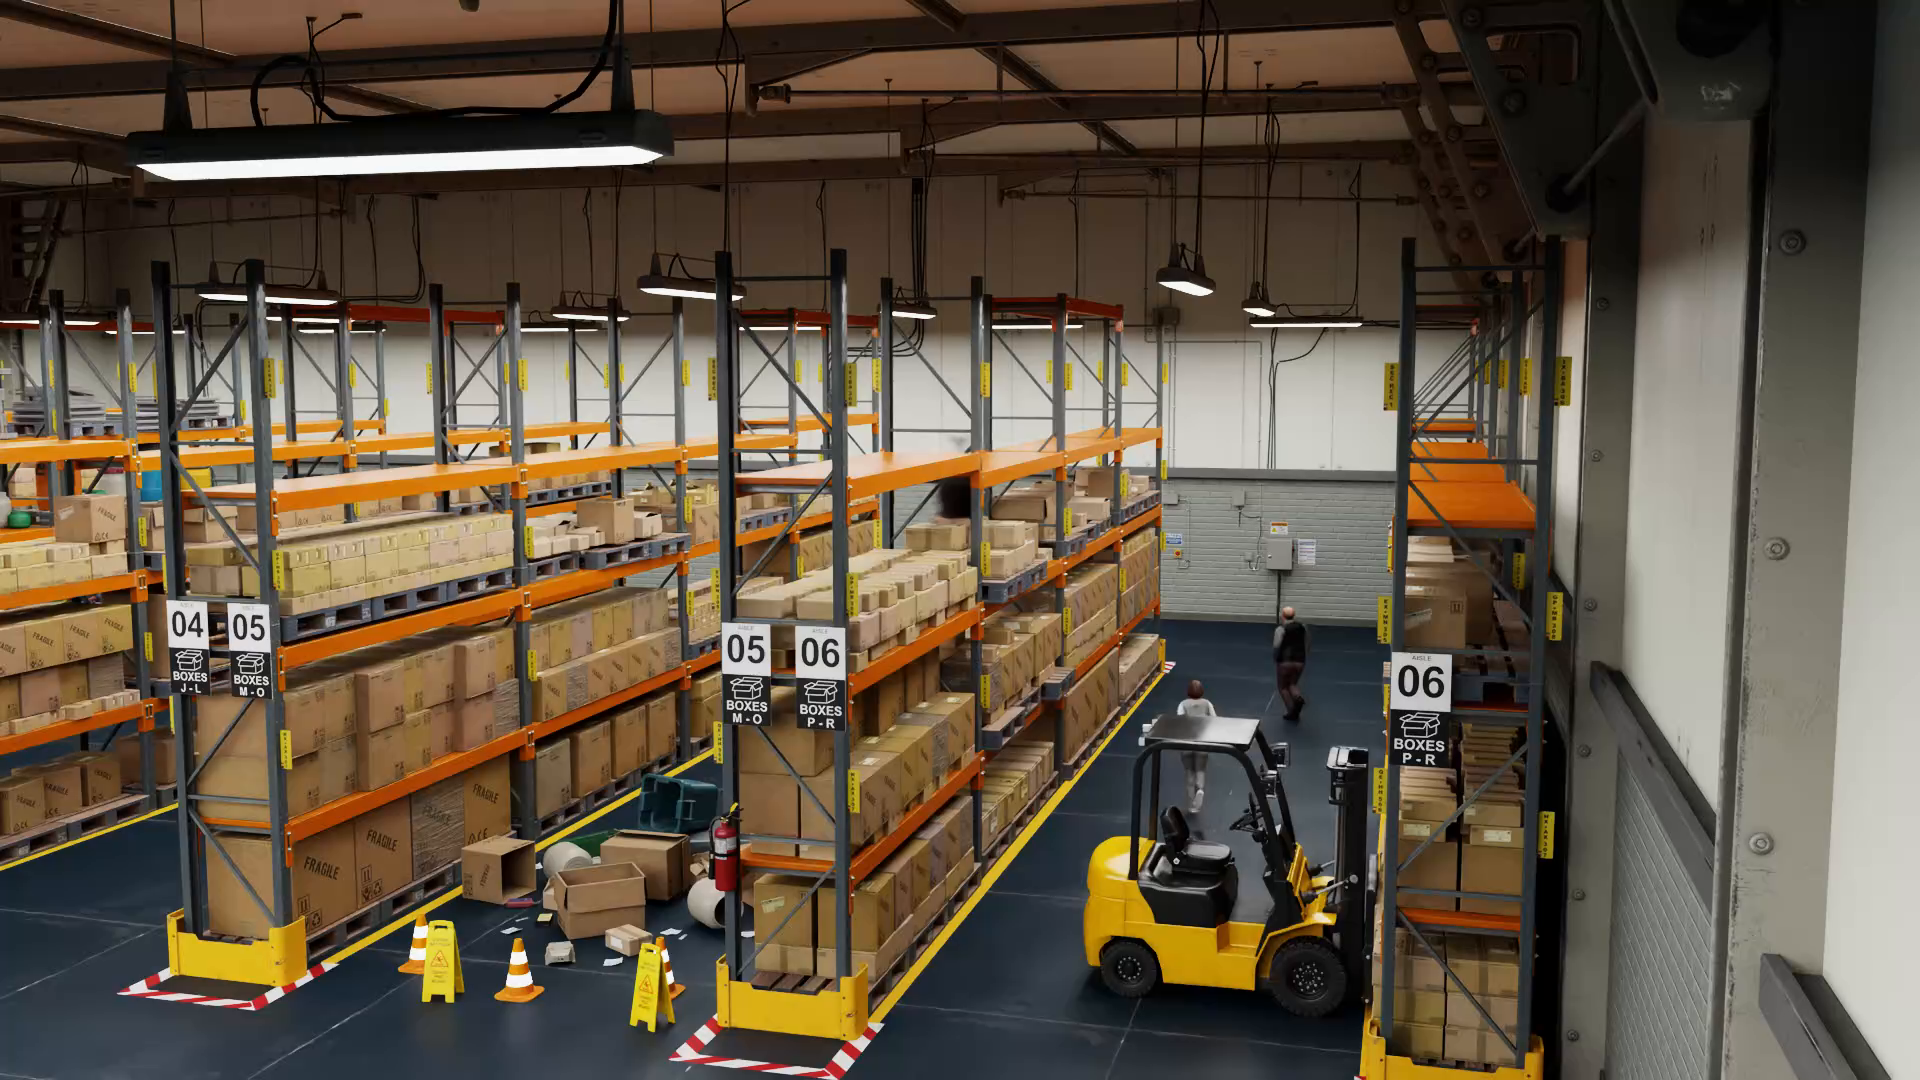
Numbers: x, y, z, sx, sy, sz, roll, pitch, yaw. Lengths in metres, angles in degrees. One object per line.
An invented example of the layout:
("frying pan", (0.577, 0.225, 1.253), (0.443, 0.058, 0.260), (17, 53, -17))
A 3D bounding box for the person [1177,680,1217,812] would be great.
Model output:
("person", (2.720, 2.399, 19.155), (0.540, 1.513, 0.578), (1, 6, 5))

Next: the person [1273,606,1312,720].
("person", (4.829, 1.799, 24.118), (0.654, 1.665, 0.557), (-2, 6, -16))
